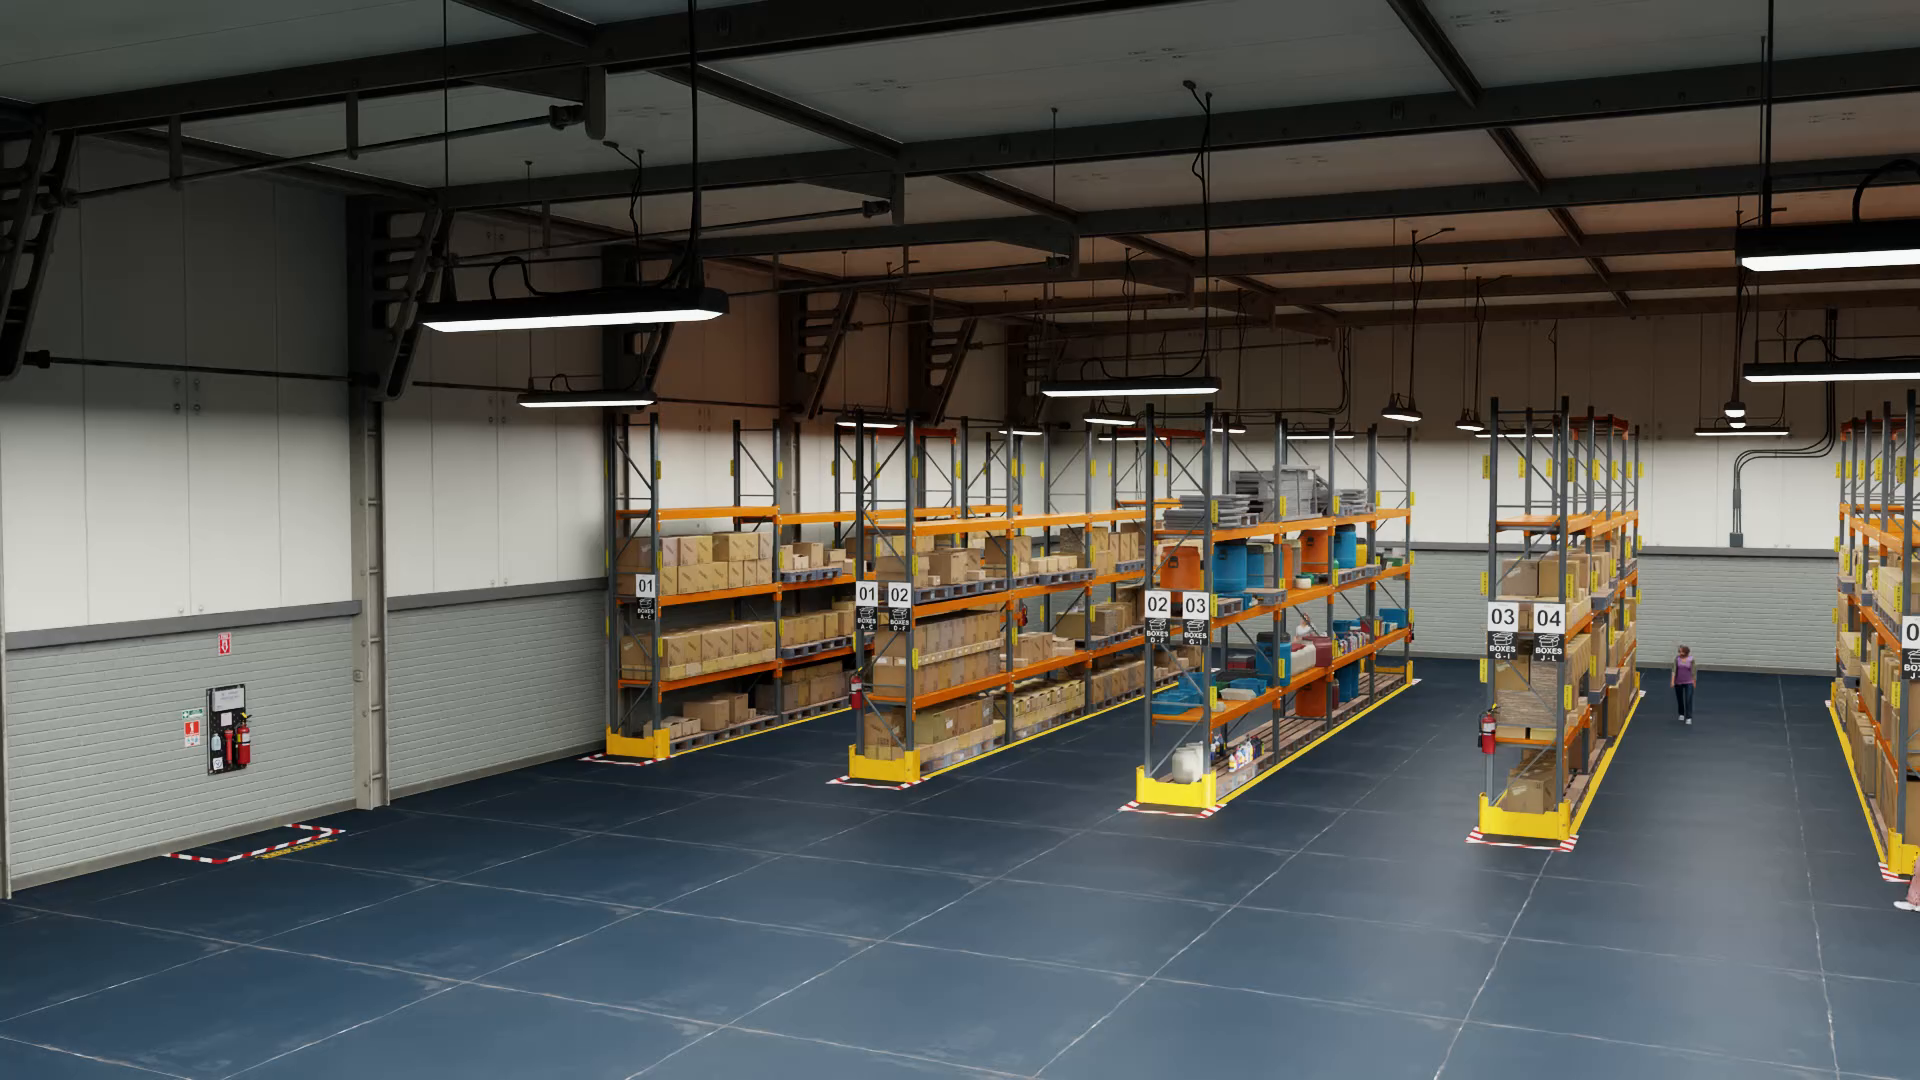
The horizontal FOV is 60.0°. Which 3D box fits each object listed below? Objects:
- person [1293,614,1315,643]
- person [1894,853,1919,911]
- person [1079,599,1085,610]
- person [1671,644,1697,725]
[{"bbox_3d":[8.028,2.539,38.897,0.542,1.601,1.060,1,3,28],"label":"person"},{"bbox_3d":[11.087,3.385,18.751,0.967,1.633,0.469,1,3,20],"label":"person"},{"bbox_3d":[3.231,2.343,43.601,0.630,1.638,0.524,2,3,39],"label":"person"},{"bbox_3d":[14.303,2.832,32.857,0.447,1.550,0.840,2,3,34],"label":"person"}]
